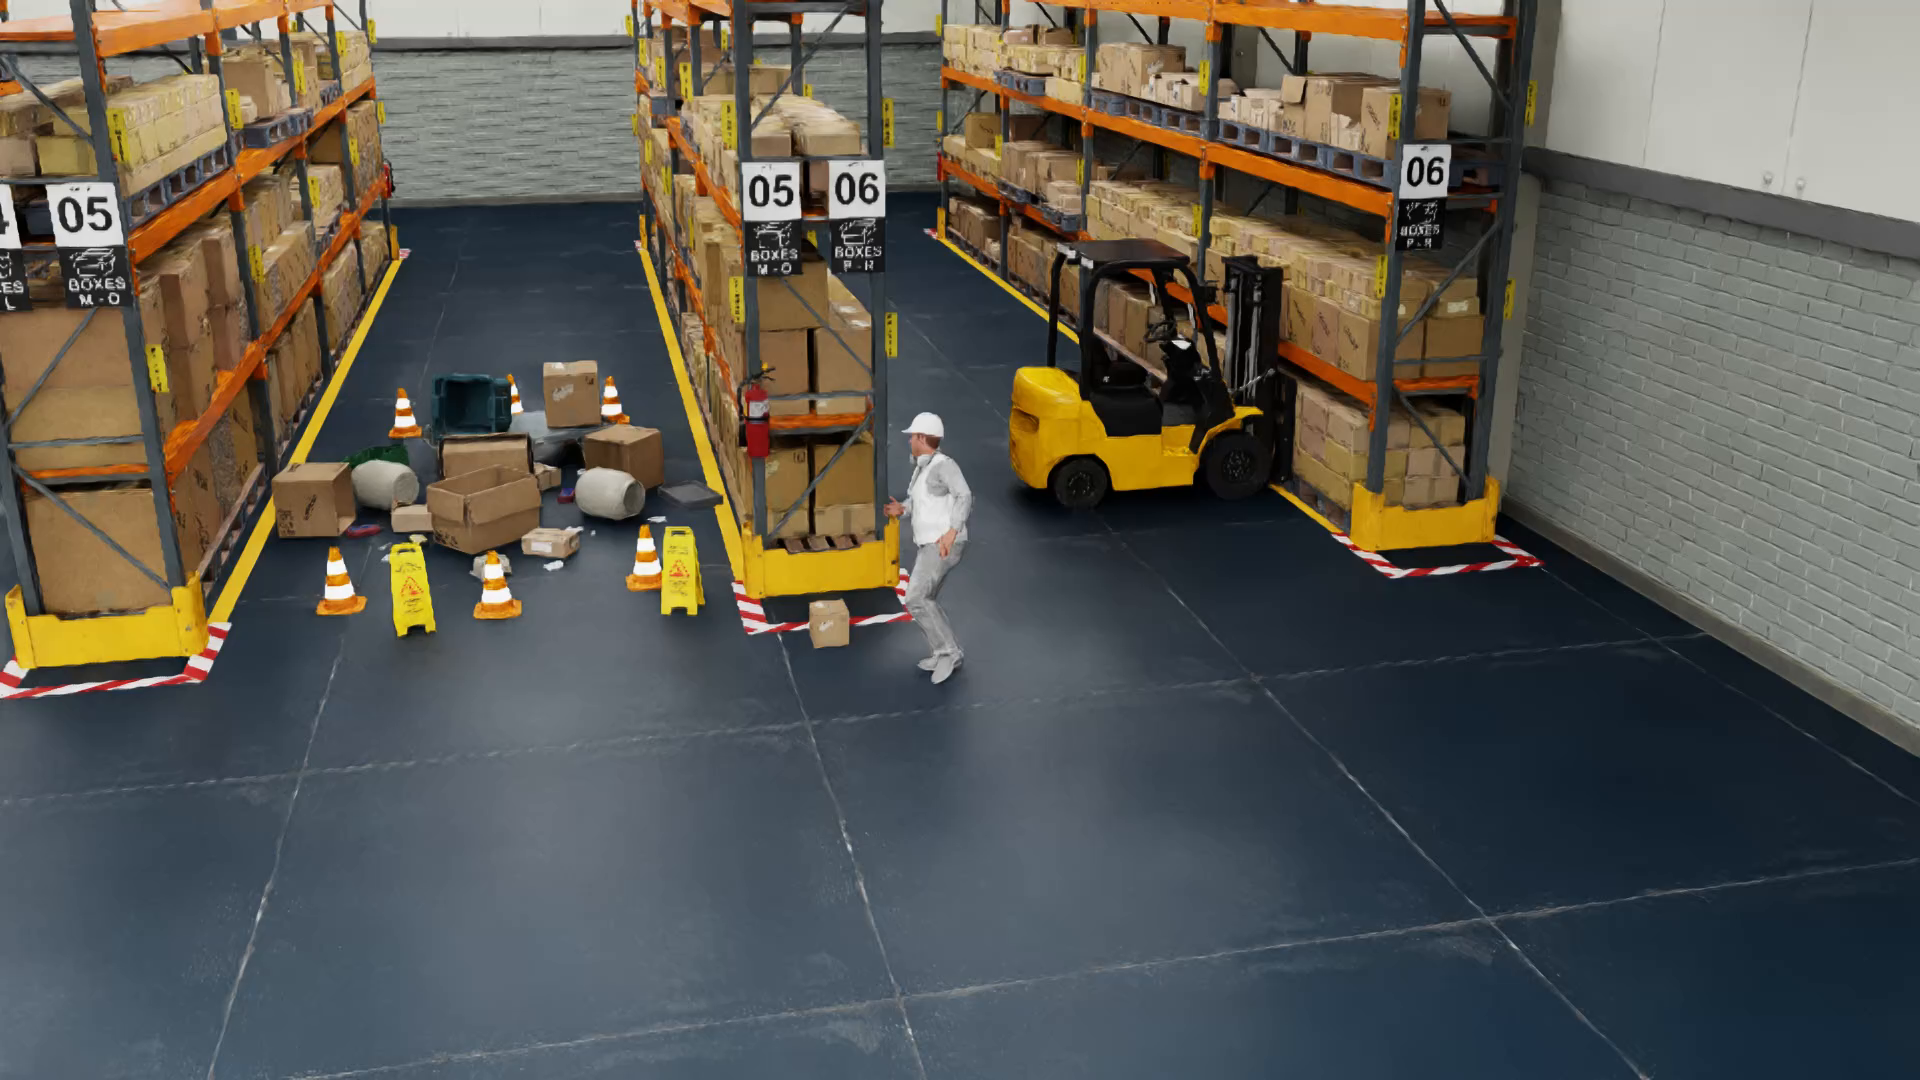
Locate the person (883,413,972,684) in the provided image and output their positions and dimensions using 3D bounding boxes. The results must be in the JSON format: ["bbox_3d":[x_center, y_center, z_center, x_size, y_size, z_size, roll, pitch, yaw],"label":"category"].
[{"bbox_3d":[-0.217,0.034,11.120,0.569,1.653,0.895,-5,20,-15],"label":"person"}]
